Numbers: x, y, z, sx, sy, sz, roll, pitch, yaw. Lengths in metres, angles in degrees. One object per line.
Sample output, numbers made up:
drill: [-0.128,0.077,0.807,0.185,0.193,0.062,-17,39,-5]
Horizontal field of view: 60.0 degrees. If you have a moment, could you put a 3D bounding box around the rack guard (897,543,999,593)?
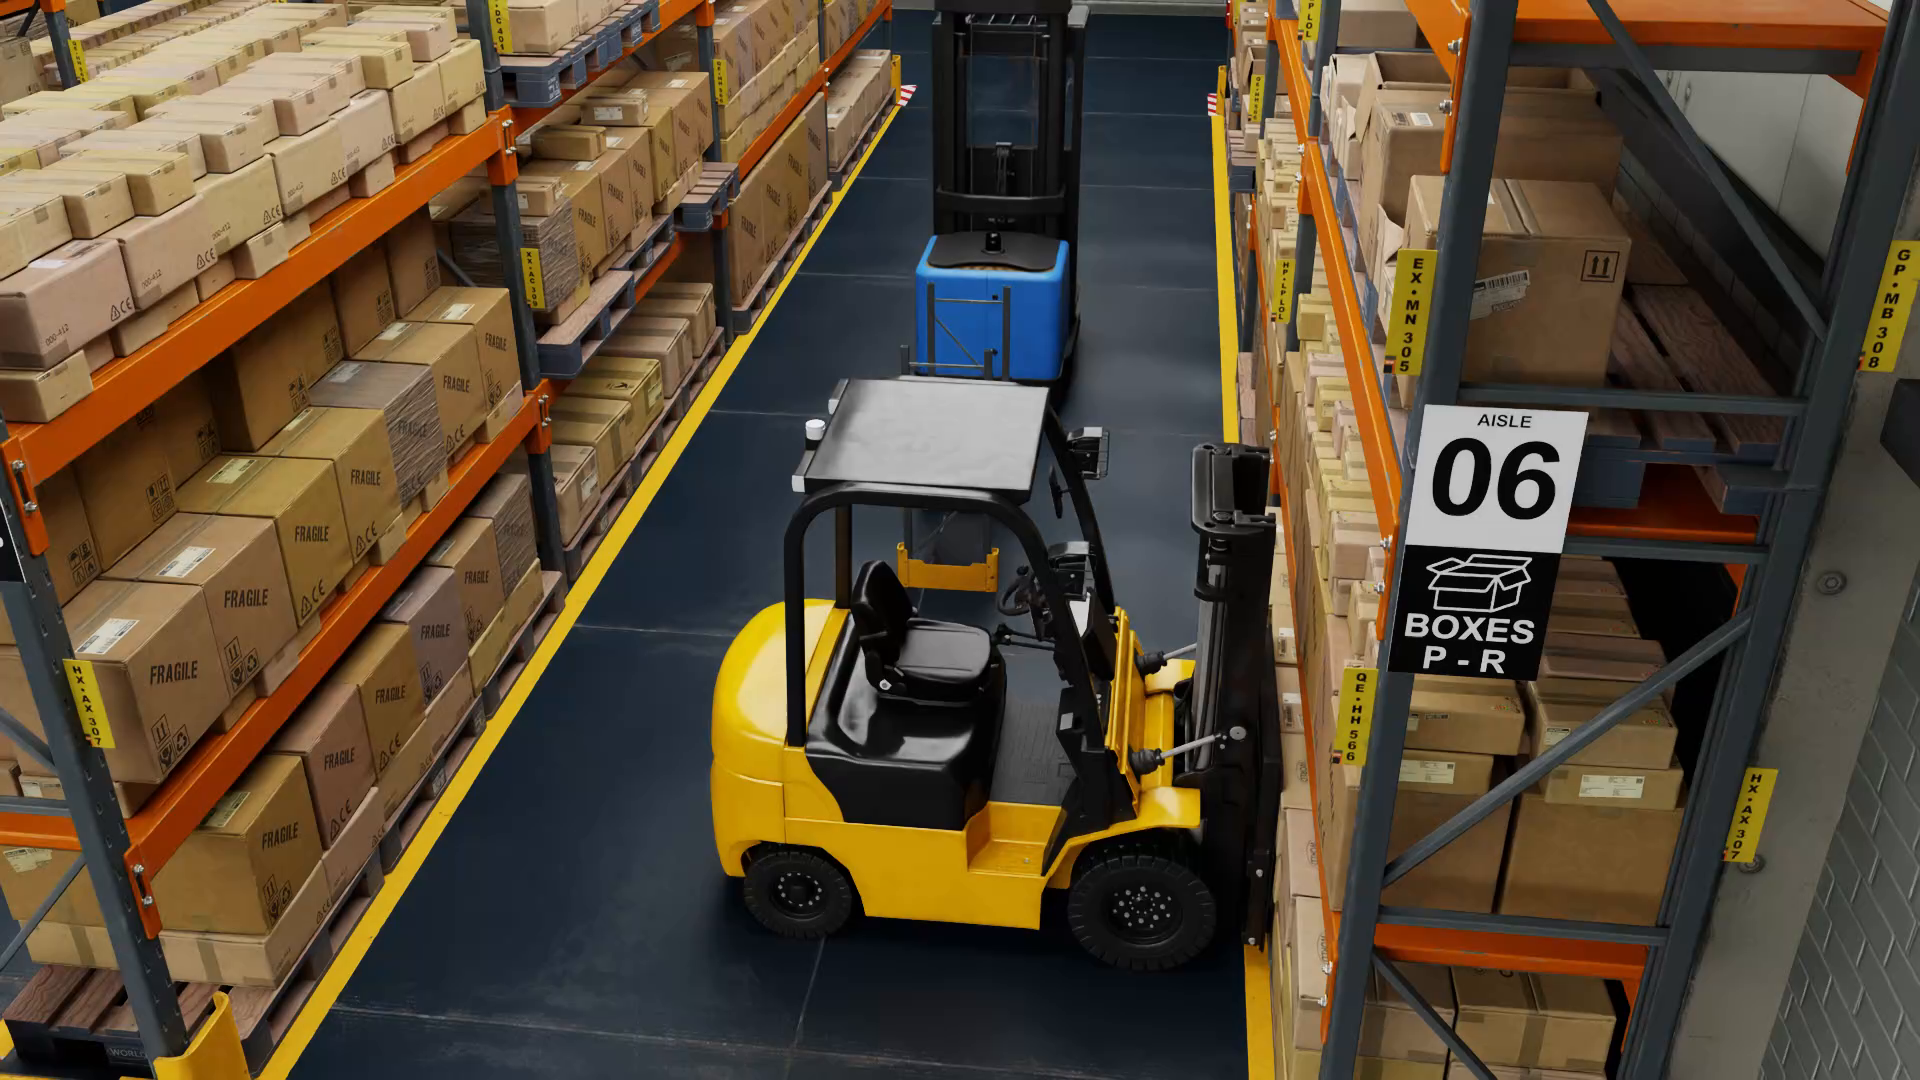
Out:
rack guard: [-0.070,0.160,9.689,0.587,0.250,0.087,3,28,6]

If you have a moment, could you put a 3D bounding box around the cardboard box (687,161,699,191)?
cardboard box: [-2.047,-2.555,11.652,0.380,0.149,0.250,3,28,6]

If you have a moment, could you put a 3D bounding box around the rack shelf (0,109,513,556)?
rack shelf: [-3.028,-1.080,6.688,1.077,0.370,4.000,3,28,6]

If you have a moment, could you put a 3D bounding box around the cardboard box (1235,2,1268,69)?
cardboard box: [2.843,-4.511,14.912,0.700,0.500,0.500,4,29,7]

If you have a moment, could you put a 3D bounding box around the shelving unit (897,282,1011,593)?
shelving unit: [-0.009,-0.624,9.828,0.587,1.500,1.083,3,28,6]

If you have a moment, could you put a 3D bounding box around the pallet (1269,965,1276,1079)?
pallet: [1.706,2.017,6.283,1.003,0.211,1.213,3,28,6]

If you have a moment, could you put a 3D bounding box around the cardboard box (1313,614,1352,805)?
cardboard box: [1.526,0.617,5.836,0.500,0.500,0.500,4,29,8]

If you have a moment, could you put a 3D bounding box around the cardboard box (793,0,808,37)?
cardboard box: [-1.664,-4.799,14.835,0.500,0.500,0.500,4,29,7]

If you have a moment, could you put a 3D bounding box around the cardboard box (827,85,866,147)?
cardboard box: [-1.510,-4.551,17.793,0.875,0.438,0.875,3,28,5]

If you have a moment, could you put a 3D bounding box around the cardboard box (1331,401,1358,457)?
cardboard box: [1.731,-0.448,6.815,0.380,0.149,0.250,3,28,6]

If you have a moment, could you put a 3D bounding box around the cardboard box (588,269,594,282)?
cardboard box: [-2.403,-1.589,9.858,0.380,0.149,0.250,5,29,9]

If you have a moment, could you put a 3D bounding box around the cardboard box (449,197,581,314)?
cardboard box: [-2.441,-1.581,9.161,0.500,0.500,0.500,4,29,7]

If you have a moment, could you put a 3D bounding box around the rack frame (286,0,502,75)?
rack frame: [-2.783,-3.659,7.553,1.000,3.000,0.127,3,28,6]

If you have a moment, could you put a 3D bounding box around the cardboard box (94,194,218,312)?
cardboard box: [-2.876,-0.978,5.584,0.500,0.250,0.500,3,28,5]

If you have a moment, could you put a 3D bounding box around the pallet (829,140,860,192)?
pallet: [-1.632,-3.909,17.283,1.003,0.211,1.213,3,28,6]

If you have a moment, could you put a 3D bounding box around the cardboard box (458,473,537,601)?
cardboard box: [-2.589,-0.028,8.805,0.500,0.500,0.500,3,28,5]

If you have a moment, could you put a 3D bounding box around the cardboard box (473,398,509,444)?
cardboard box: [-2.544,-0.620,8.503,0.380,0.149,0.250,4,29,7]

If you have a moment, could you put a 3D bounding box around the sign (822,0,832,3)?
sign: [-1.263,-5.231,15.660,0.100,0.325,0.005,3,28,6]

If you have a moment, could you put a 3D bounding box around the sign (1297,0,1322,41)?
sign: [1.604,-2.444,7.585,0.100,0.325,0.005,3,28,6]

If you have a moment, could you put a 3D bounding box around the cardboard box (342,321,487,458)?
cardboard box: [-2.647,-0.726,8.016,0.500,0.500,0.500,4,29,8]

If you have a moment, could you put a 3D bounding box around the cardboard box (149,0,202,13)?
cardboard box: [-7.295,-4.949,15.468,0.380,0.149,0.250,4,29,7]

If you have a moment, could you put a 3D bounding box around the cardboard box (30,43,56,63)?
cardboard box: [-7.548,-3.975,13.661,0.380,0.149,0.250,4,29,8]

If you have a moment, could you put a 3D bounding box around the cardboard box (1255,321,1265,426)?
cardboard box: [2.472,-1.152,11.287,0.875,0.625,0.625,4,29,8]

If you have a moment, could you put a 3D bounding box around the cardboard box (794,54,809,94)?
cardboard box: [-1.671,-4.252,15.138,0.500,0.250,0.500,3,28,5]

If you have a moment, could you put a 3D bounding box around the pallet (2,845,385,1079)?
pallet: [-3.129,1.677,6.915,1.003,0.211,1.213,3,28,6]

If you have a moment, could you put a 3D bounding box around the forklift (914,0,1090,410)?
forklift: [0.375,-2.876,12.499,1.130,2.935,3.031,3,29,6]

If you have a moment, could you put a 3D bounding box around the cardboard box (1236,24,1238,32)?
cardboard box: [3.082,-5.401,17.378,0.380,0.149,0.250,4,29,7]

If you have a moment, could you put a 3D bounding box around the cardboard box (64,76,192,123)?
cardboard box: [-3.254,-1.713,6.528,0.380,0.149,0.250,4,29,7]

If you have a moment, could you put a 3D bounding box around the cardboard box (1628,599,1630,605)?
cardboard box: [2.151,0.203,5.921,0.380,0.149,0.250,4,29,7]

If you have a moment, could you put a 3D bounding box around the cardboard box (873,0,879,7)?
cardboard box: [-1.185,-6.232,18.550,0.500,0.500,0.500,3,28,5]

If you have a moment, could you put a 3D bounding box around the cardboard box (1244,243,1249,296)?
cardboard box: [2.544,-2.145,13.261,0.500,0.500,0.500,3,28,5]

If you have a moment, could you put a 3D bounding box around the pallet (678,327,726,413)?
pallet: [-2.390,-1.305,12.450,1.003,0.211,1.213,3,28,6]

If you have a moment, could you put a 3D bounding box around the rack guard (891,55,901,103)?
rack guard: [-1.310,-5.577,20.075,1.175,0.500,0.348,3,28,6]

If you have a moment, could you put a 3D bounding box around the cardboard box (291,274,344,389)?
cardboard box: [-3.225,-0.964,7.404,0.700,0.500,0.500,3,28,5]

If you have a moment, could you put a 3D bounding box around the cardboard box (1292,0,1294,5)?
cardboard box: [2.072,-3.068,9.336,0.380,0.149,0.250,3,28,6]

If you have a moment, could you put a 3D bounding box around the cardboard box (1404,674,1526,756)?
cardboard box: [1.488,0.511,5.037,0.380,0.149,0.250,3,29,6]

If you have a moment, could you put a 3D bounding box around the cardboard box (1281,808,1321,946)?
cardboard box: [1.457,1.262,6.147,0.500,0.250,0.500,4,29,7]

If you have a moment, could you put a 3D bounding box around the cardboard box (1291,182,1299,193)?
cardboard box: [2.219,-2.074,10.148,0.380,0.149,0.250,3,28,6]

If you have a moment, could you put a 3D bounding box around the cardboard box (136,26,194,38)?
cardboard box: [-6.810,-4.302,14.267,0.380,0.149,0.250,4,29,8]

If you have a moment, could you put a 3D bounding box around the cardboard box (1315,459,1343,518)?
cardboard box: [1.634,-0.199,6.667,0.380,0.149,0.250,3,28,5]

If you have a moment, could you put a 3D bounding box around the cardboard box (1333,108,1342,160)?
cardboard box: [1.693,-1.614,6.638,0.380,0.149,0.250,4,29,8]

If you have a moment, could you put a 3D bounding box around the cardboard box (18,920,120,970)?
cardboard box: [-3.438,1.484,6.790,0.500,0.250,0.500,3,28,6]

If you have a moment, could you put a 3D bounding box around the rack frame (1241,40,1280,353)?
rack frame: [2.634,-2.614,11.939,1.000,3.000,0.127,3,28,6]

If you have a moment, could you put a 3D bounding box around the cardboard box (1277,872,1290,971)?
cardboard box: [1.475,1.475,6.279,0.500,0.250,0.500,3,28,6]

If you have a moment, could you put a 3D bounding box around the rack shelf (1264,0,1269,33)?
rack shelf: [2.879,-4.559,13.146,1.077,0.370,4.000,3,28,6]

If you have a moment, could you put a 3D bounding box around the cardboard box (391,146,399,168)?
cardboard box: [-2.723,-1.709,7.362,0.380,0.149,0.250,2,28,4]

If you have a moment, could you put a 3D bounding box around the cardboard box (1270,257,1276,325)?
cardboard box: [2.006,-1.373,9.268,0.500,0.250,0.500,3,28,5]

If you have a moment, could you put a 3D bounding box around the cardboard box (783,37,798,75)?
cardboard box: [-1.727,-4.236,14.581,0.500,0.250,0.500,4,29,7]

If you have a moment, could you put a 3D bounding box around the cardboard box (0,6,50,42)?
cardboard box: [-11.258,-5.757,19.571,0.875,0.875,0.875,3,28,6]

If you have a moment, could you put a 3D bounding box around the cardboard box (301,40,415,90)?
cardboard box: [-2.583,-2.043,7.141,0.380,0.149,0.250,4,29,8]

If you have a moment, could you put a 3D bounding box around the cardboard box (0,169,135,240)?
cardboard box: [-2.920,-1.085,5.362,0.380,0.149,0.250,3,28,6]

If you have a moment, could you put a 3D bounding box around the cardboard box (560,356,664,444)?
cardboard box: [-2.553,-0.959,11.195,0.950,0.372,0.625,4,29,8]

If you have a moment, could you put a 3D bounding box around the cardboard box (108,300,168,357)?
cardboard box: [-2.900,-0.733,5.551,0.380,0.149,0.250,4,29,8]

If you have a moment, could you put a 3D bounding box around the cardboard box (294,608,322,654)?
cardboard box: [-2.821,0.348,6.707,0.380,0.149,0.250,4,29,8]

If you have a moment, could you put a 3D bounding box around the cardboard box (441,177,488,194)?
cardboard box: [-2.895,-1.842,9.644,0.500,0.500,0.500,4,29,6]
